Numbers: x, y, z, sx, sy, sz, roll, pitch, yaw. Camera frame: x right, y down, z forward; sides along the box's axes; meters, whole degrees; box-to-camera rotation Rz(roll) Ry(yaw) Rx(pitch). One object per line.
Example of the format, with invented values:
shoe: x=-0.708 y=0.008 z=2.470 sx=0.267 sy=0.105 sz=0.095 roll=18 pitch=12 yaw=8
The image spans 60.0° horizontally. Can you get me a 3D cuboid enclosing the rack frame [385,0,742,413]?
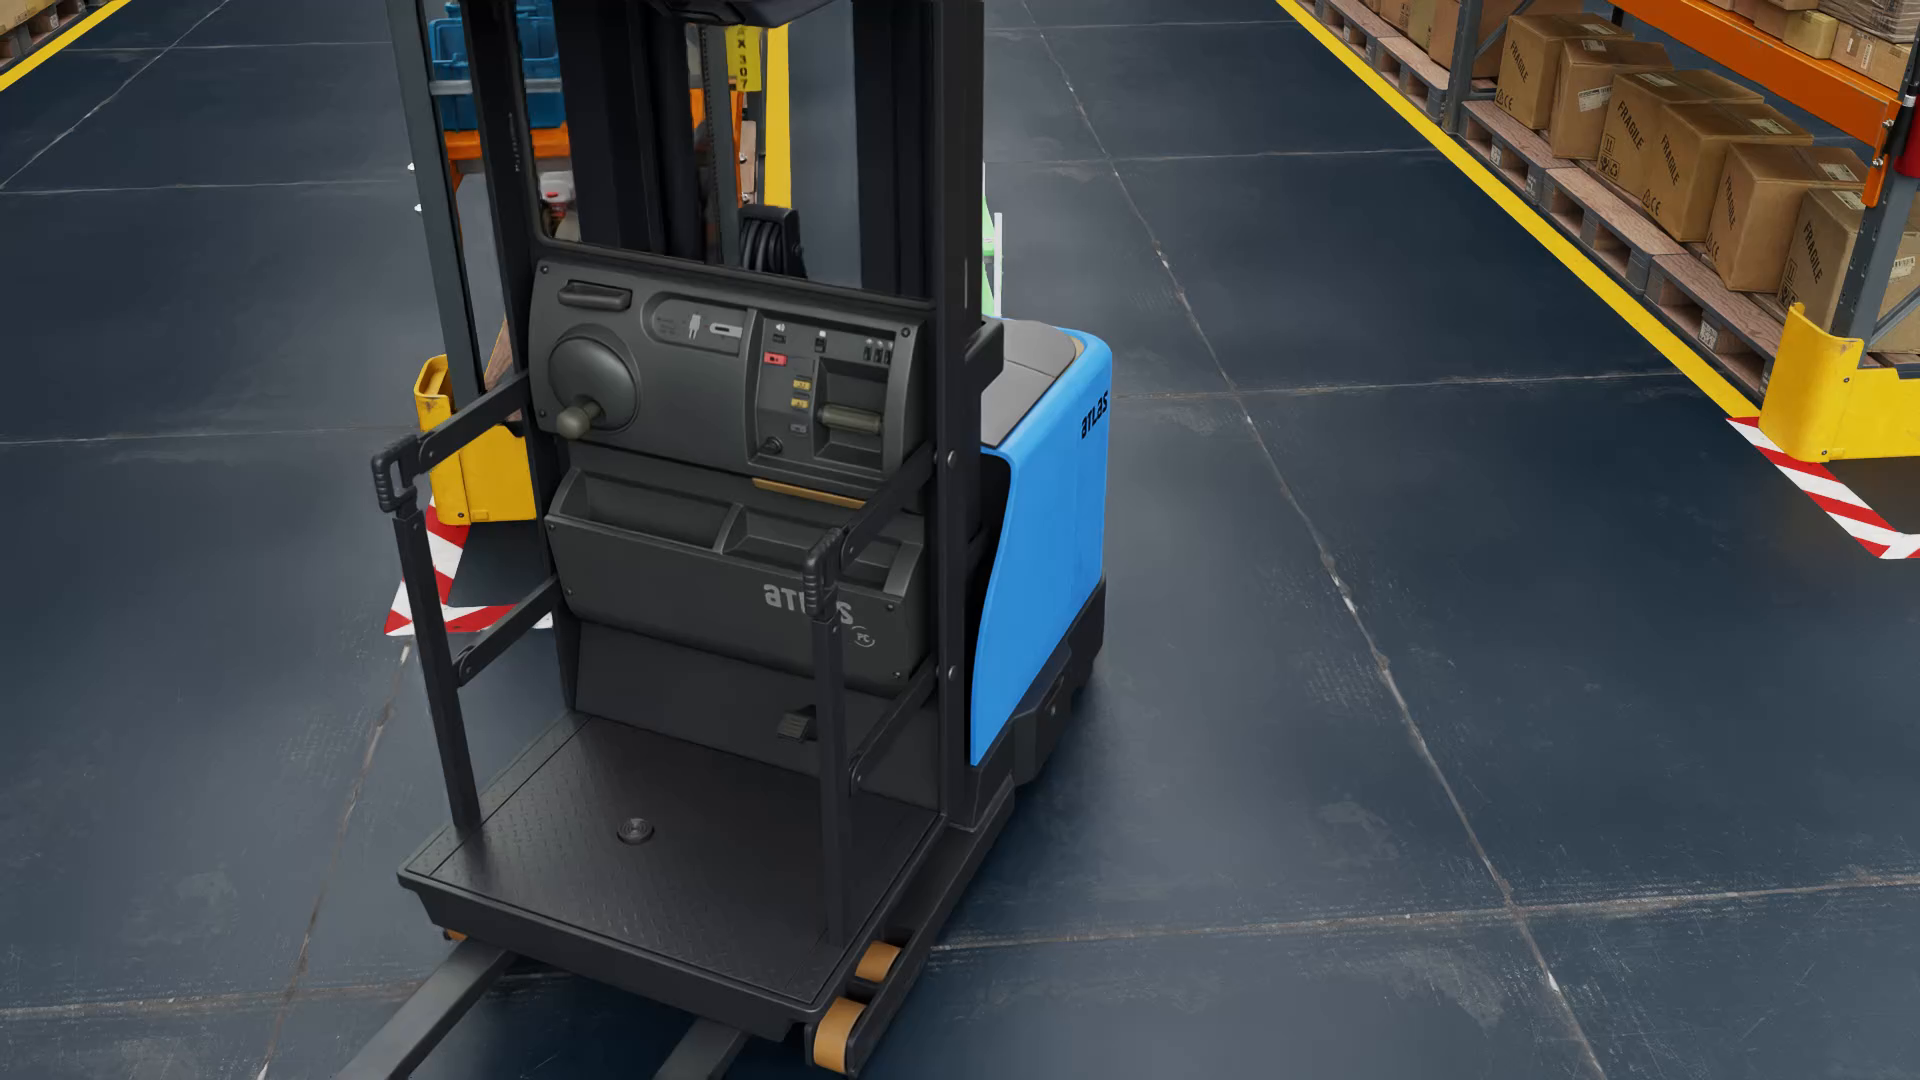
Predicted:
rack frame: x=-1.223 y=-1.416 z=5.195 sx=1.000 sy=3.000 sz=0.127 roll=-3 pitch=31 yaw=-5

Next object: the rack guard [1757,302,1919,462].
rack guard: x=3.702 y=-0.619 z=6.298 sx=1.175 sy=0.500 sz=0.348 roll=-3 pitch=31 yaw=-5

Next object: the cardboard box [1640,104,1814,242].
cardboard box: x=3.537 y=-1.704 z=7.706 sx=0.500 sy=0.500 sz=0.500 roll=0 pitch=31 yaw=0

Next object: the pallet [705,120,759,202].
pallet: x=-1.575 y=-1.916 z=8.752 sx=1.003 sy=0.211 sz=1.213 roll=-3 pitch=31 yaw=-5

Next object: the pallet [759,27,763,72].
pallet: x=-1.825 y=-3.284 z=11.043 sx=1.003 sy=0.211 sz=1.213 roll=-3 pitch=31 yaw=-5

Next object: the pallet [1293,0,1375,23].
pallet: x=3.033 y=-4.141 z=12.477 sx=1.003 sy=0.211 sz=1.213 roll=-3 pitch=31 yaw=-5

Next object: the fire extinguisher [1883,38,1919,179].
fire extinguisher: x=3.261 y=-1.539 z=5.477 sx=0.296 sy=0.674 sz=0.183 roll=-3 pitch=31 yaw=-5

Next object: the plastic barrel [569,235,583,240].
plastic barrel: x=-1.360 y=-0.860 z=6.282 sx=0.421 sy=0.512 sz=0.421 roll=0 pitch=31 yaw=0

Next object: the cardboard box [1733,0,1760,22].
cardboard box: x=3.389 y=-2.192 z=6.739 sx=0.380 sy=0.149 sz=0.250 roll=-3 pitch=31 yaw=-5

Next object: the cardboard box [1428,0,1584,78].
cardboard box: x=3.299 y=-3.126 z=10.066 sx=0.700 sy=0.500 sz=0.500 roll=-5 pitch=31 yaw=-8

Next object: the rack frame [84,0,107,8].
rack frame: x=-6.902 y=-5.265 z=11.639 sx=1.000 sy=3.000 sz=0.127 roll=-3 pitch=31 yaw=-5

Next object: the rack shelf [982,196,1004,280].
rack shelf: x=-0.015 y=-0.957 z=5.370 sx=0.258 sy=0.148 sz=0.480 roll=-3 pitch=31 yaw=-5

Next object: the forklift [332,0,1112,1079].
forklift: x=-0.607 y=-0.310 z=3.410 sx=1.130 sy=2.935 sz=3.031 roll=12 pitch=33 yaw=20

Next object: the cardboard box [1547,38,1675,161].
cardboard box: x=3.394 y=-2.304 z=8.711 sx=0.500 sy=0.500 sz=0.500 roll=7 pitch=32 yaw=11

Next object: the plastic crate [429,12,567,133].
plastic crate: x=-1.567 y=-1.593 z=5.637 sx=0.499 sy=0.251 sz=0.616 roll=-3 pitch=31 yaw=-5

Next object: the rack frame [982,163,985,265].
rack frame: x=-0.038 y=-0.724 z=5.792 sx=0.240 sy=1.200 sz=0.015 roll=-3 pitch=31 yaw=-5

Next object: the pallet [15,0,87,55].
pallet: x=-6.864 y=-3.645 z=11.647 sx=1.003 sy=0.211 sz=1.213 roll=-3 pitch=31 yaw=-5

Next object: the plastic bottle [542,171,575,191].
plastic bottle: x=-1.840 y=-1.553 z=7.652 sx=0.152 sy=0.276 sz=0.135 roll=-4 pitch=31 yaw=-6

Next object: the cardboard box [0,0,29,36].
cardboard box: x=-6.514 y=-3.488 z=10.936 sx=0.500 sy=0.250 sz=0.500 roll=-2 pitch=31 yaw=-3

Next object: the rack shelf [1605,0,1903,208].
rack shelf: x=3.522 y=-2.365 z=7.486 sx=1.077 sy=0.370 sz=4.000 roll=-3 pitch=31 yaw=-5

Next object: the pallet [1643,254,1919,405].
pallet: x=3.661 y=-0.911 z=7.070 sx=1.003 sy=0.211 sz=1.213 roll=-3 pitch=31 yaw=-5

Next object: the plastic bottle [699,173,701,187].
plastic bottle: x=-1.296 y=-1.814 z=8.082 sx=0.061 sy=0.283 sz=0.133 roll=-3 pitch=31 yaw=-5

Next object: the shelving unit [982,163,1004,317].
shelving unit: x=-0.015 y=-0.600 z=5.584 sx=0.258 sy=1.200 sz=0.503 roll=-3 pitch=31 yaw=-5

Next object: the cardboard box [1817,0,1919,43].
cardboard box: x=3.685 y=-2.106 z=5.963 sx=0.875 sy=0.500 sz=0.500 roll=-3 pitch=31 yaw=-5

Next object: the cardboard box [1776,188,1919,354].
cardboard box: x=3.667 y=-1.080 z=6.661 sx=0.500 sy=0.500 sz=0.500 roll=3 pitch=31 yaw=5

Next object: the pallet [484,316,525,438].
pallet: x=-1.347 y=-0.670 z=6.666 sx=1.003 sy=0.211 sz=1.213 roll=-3 pitch=31 yaw=-5

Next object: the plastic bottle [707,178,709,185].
plastic bottle: x=-1.123 y=-1.600 z=7.735 sx=0.097 sy=0.271 sz=0.097 roll=0 pitch=31 yaw=0

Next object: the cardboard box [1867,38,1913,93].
cardboard box: x=3.477 y=-1.681 z=5.884 sx=0.380 sy=0.149 sz=0.250 roll=-3 pitch=31 yaw=-5

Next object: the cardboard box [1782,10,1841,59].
cardboard box: x=3.379 y=-1.934 z=6.307 sx=0.380 sy=0.149 sz=0.250 roll=-3 pitch=31 yaw=-5

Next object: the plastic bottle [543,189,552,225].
plastic bottle: x=-1.860 y=-1.414 z=7.412 sx=0.061 sy=0.283 sz=0.133 roll=-2 pitch=31 yaw=-3

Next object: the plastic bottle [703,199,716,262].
plastic bottle: x=-1.082 y=-1.374 z=7.357 sx=0.097 sy=0.271 sz=0.097 roll=0 pitch=31 yaw=0

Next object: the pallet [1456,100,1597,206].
pallet: x=3.433 y=-2.157 z=9.155 sx=1.003 sy=0.211 sz=1.213 roll=-3 pitch=31 yaw=-5

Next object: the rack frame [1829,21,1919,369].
rack frame: x=3.709 y=-1.653 z=5.592 sx=1.000 sy=3.000 sz=0.127 roll=-3 pitch=31 yaw=-5

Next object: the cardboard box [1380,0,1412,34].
cardboard box: x=3.221 y=-3.656 z=10.954 sx=0.700 sy=0.500 sz=0.500 roll=-5 pitch=31 yaw=-9
